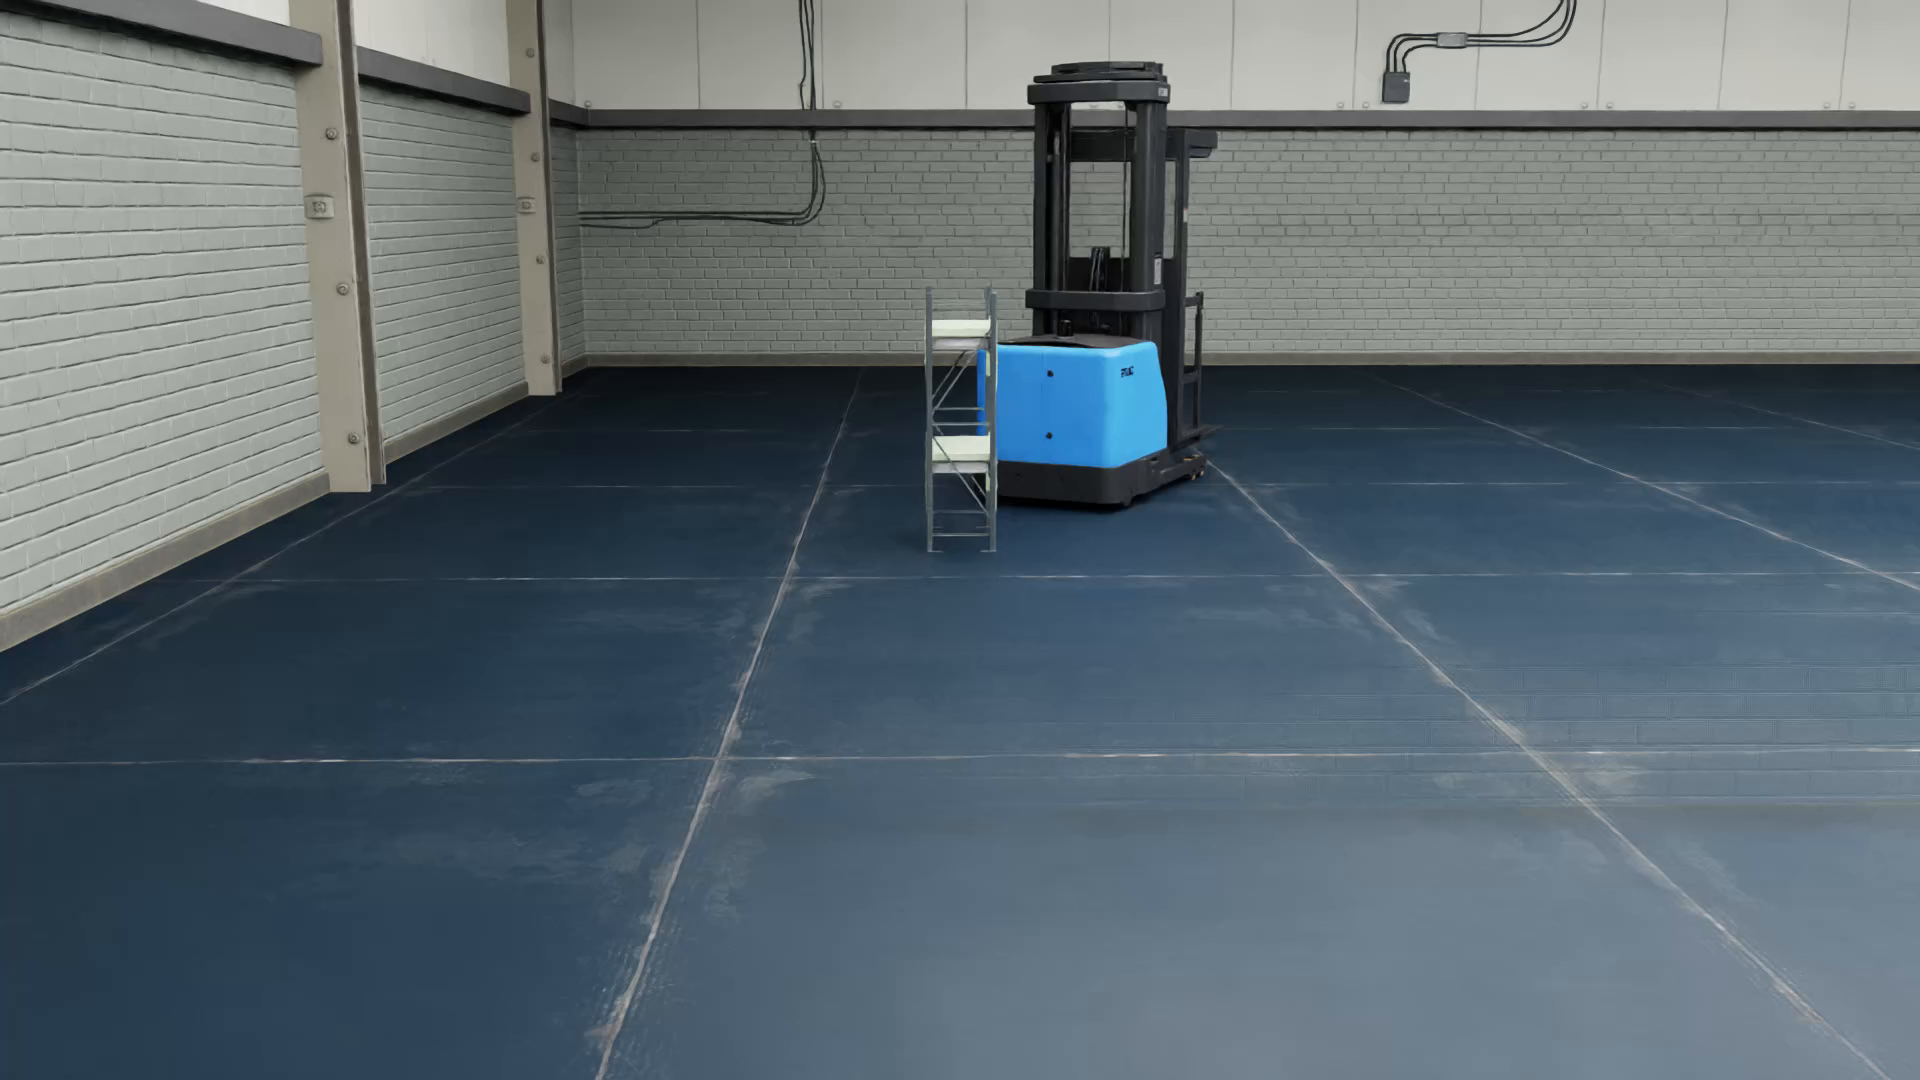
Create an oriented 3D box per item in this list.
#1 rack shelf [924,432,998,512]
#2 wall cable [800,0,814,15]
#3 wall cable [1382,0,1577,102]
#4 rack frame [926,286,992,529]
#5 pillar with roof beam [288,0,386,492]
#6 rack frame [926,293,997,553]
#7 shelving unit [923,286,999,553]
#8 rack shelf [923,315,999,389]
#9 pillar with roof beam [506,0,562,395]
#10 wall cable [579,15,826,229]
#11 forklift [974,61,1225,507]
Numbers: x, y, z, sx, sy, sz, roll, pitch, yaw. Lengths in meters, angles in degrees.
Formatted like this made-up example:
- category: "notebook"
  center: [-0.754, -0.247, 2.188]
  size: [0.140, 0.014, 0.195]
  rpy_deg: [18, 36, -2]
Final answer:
- category: "rack shelf"
  center: [0.000, -0.417, 9.981]
  size: [0.431, 0.370, 0.720]
  rpy_deg: [0, 11, -1]
- category: "wall cable"
  center: [-0.485, -7.535, 19.676]
  size: [3.097, 2.526, 0.112]
  rpy_deg: [0, 11, -1]
- category: "wall cable"
  center: [6.302, -8.273, 19.653]
  size: [2.305, 6.003, 0.169]
  rpy_deg: [0, 11, -1]
- category: "rack frame"
  center: [-0.008, -0.809, 10.275]
  size: [0.400, 1.500, 0.023]
  rpy_deg: [0, 11, -1]
- category: "pillar with roof beam"
  center: [-0.022, -4.805, 11.109]
  size: [9.100, 9.000, 0.400]
  rpy_deg: [0, 11, -1]
- category: "rack frame"
  center: [0.007, -0.664, 9.558]
  size: [0.400, 1.500, 0.023]
  rpy_deg: [0, 11, -1]
- category: "shelving unit"
  center: [0.000, -0.736, 9.917]
  size: [0.431, 1.500, 0.755]
  rpy_deg: [0, 11, -1]
- category: "rack shelf"
  center: [0.000, -1.119, 9.839]
  size: [0.431, 0.370, 0.720]
  rpy_deg: [0, 11, -1]
- category: "pillar with roof beam"
  center: [-0.146, -5.997, 16.988]
  size: [9.100, 9.000, 0.400]
  rpy_deg: [0, 11, -1]
- category: "wall cable"
  center: [-3.189, -5.049, 20.123]
  size: [3.097, 2.526, 0.112]
  rpy_deg: [0, 11, -1]
- category: "forklift"
  center: [1.192, -1.908, 12.093]
  size: [1.130, 2.935, 3.031]
  rpy_deg: [5, 13, 25]
